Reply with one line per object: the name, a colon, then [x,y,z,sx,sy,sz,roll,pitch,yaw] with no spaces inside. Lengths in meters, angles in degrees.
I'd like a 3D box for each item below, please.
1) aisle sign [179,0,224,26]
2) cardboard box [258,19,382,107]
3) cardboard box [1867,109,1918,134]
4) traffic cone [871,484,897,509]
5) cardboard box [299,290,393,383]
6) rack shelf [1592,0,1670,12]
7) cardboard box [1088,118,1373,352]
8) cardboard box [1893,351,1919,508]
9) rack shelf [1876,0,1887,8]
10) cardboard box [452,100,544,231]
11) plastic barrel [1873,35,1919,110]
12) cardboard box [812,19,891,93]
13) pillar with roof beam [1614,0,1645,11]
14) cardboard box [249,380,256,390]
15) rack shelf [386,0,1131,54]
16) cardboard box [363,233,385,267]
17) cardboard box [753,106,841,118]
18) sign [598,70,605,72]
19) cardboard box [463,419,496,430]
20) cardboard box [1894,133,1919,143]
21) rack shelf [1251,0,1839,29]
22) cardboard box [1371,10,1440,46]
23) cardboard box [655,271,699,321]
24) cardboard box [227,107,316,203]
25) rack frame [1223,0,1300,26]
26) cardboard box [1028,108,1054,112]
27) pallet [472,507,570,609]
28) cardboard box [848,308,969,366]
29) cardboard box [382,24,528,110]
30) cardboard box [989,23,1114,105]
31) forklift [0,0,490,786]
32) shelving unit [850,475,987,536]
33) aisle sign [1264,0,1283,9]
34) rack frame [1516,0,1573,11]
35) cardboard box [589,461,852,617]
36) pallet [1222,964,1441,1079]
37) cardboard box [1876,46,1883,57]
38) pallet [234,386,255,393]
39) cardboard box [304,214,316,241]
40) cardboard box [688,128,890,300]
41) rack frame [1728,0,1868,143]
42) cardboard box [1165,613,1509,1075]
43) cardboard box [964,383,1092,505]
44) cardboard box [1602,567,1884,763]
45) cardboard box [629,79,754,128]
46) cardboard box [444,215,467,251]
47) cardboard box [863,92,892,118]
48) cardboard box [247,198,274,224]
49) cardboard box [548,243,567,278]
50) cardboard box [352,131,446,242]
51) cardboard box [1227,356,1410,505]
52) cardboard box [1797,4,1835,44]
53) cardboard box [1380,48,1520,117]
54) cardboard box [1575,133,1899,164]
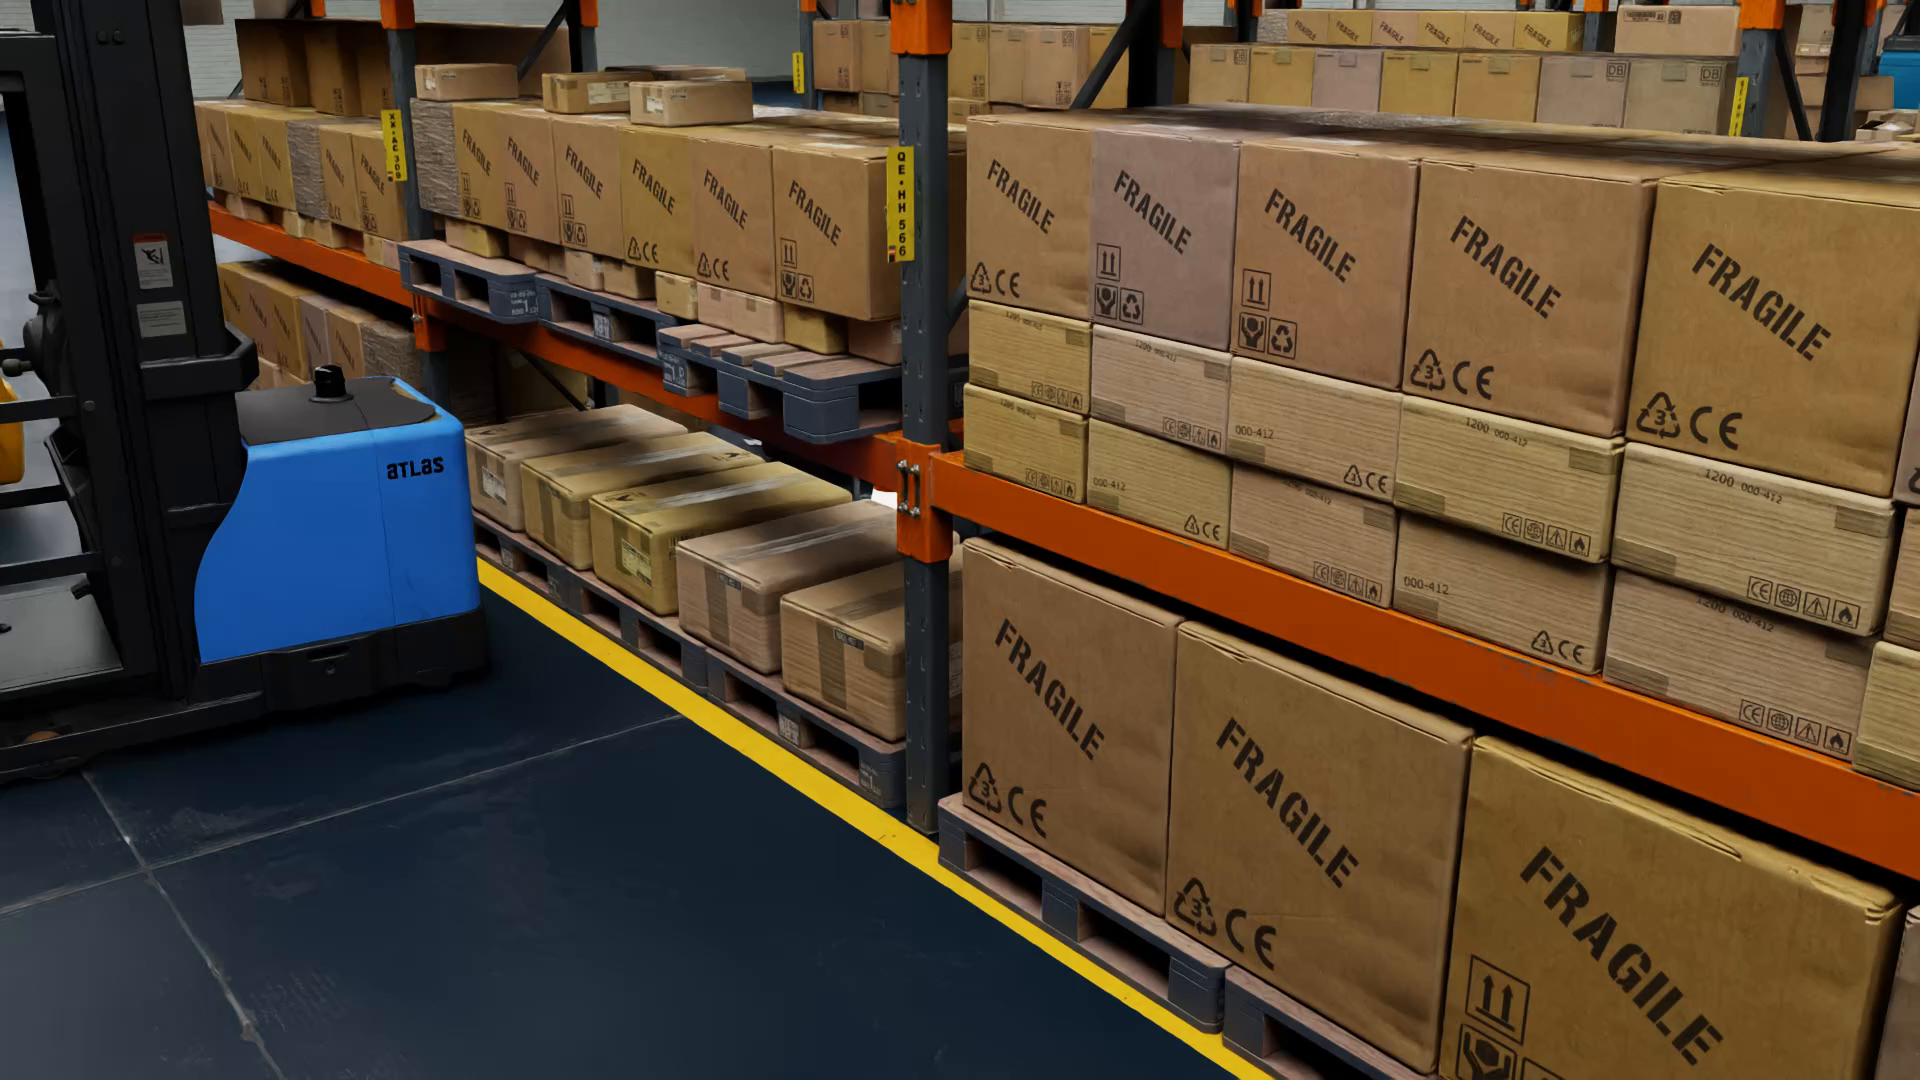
aisle sign: [-4.997,-3.723,10.700,0.394,0.787,0.004,-14,23,-36]
cardboard box: [-3.919,-2.988,10.393,0.700,0.500,0.500,-14,23,-36]
cardboard box: [7.159,-3.084,12.473,0.500,0.250,0.500,-15,23,-38]
traffic cone: [-0.365,-0.312,8.570,0.336,0.463,0.334,-14,23,-36]
cardboard box: [-3.445,-1.143,9.555,0.500,0.500,0.500,-13,22,-33]
rack shelf: [6.778,-4.073,12.263,1.077,0.370,4.000,-14,23,-36]
cardboard box: [0.681,-0.796,4.244,0.500,0.500,0.500,-14,23,-36]
cardboard box: [1.934,-0.287,2.707,0.500,0.500,0.500,-13,23,-35]
rack shelf: [10.661,-5.039,15.182,1.077,0.370,4.000,-14,23,-36]
cardboard box: [-1.854,-1.642,7.250,0.500,0.500,0.500,-14,23,-36]
plastic barrel: [9.421,-4.533,16.484,0.600,0.901,0.708,-14,23,-36]
cardboard box: [-0.698,-4.010,13.746,0.875,0.550,0.550,-14,23,-36]
pillar with roof beam: [8.714,-10.852,26.818,9.100,9.000,0.400,-14,23,-36]
cardboard box: [-4.432,-1.176,10.848,0.500,0.250,0.500,-14,23,-37]
rack shelf: [-0.990,-2.139,6.422,1.077,0.370,4.000,-14,23,-36]
cardboard box: [-2.831,-1.510,8.549,0.380,0.149,0.250,-13,23,-35]
cardboard box: [-0.815,-1.489,6.786,0.500,0.500,0.500,-15,24,-38]
sign: [-1.799,-2.208,8.416,0.100,0.325,0.005,-14,23,-36]
cardboard box: [-2.810,-0.536,8.916,0.500,0.250,0.500,-13,22,-34]
cardboard box: [4.733,-1.886,8.070,0.380,0.149,0.250,-15,24,-38]
rack shelf: [2.827,-3.130,9.415,1.077,0.370,4.000,-14,23,-36]
cardboard box: [4.112,-4.574,15.181,0.500,0.500,0.500,-14,23,-36]
cardboard box: [-0.883,-0.912,6.077,0.380,0.149,0.250,-13,23,-35]
cardboard box: [-3.998,-2.300,9.905,0.500,0.500,0.500,-15,23,-37]
rack frame: [3.053,-4.469,17.086,1.000,3.000,0.127,-14,23,-36]
cardboard box: [0.988,-2.831,11.901,0.875,0.550,0.550,-14,23,-36]
pallet: [-1.748,-0.034,8.128,1.003,0.211,1.213,-14,23,-36]
cardboard box: [-0.137,-0.678,5.371,0.380,0.149,0.250,-13,22,-34]
cardboard box: [-2.635,-2.493,8.897,0.700,0.500,0.500,-14,23,-36]
cardboard box: [0.723,-3.494,12.186,0.875,0.550,0.550,-14,23,-36]
forklift: [-3.404,-0.708,5.837,3.031,2.935,1.130,-11,21,-31]
shelving unit: [-0.025,-0.751,8.213,0.538,1.500,1.048,-11,21,-38]
aisle sign: [3.249,-5.777,16.901,0.394,0.787,0.004,-14,23,-36]
rack frame: [6.935,-5.435,20.006,1.000,3.000,0.127,-14,23,-36]
cardboard box: [-1.022,-0.025,7.177,0.950,0.372,0.625,-13,22,-34]
pallet: [1.435,1.270,4.192,1.003,0.211,1.213,-14,23,-36]
cardboard box: [11.849,-6.239,21.241,0.380,0.149,0.250,-14,23,-36]
pallet: [-4.192,-0.985,11.001,1.003,0.211,1.213,-14,23,-36]
cardboard box: [-3.440,-1.768,9.330,0.380,0.149,0.250,-14,23,-37]
cardboard box: [-0.578,-1.134,5.716,0.500,0.500,0.500,-14,23,-37]
rack frame: [4.069,-1.554,8.285,1.000,3.000,0.127,-14,23,-36]
cardboard box: [1.166,0.653,4.331,0.875,0.875,0.875,-14,23,-35]
cardboard box: [0.358,-0.322,4.803,0.500,0.250,0.500,-14,23,-37]
cardboard box: [1.645,0.178,3.290,0.500,0.250,0.500,-15,23,-38]
cardboard box: [-0.986,-1.607,6.113,0.380,0.149,0.250,-15,24,-39]
cardboard box: [-2.137,-1.431,7.644,0.380,0.149,0.250,-14,23,-35]
cardboard box: [-0.274,-3.383,13.569,0.875,0.550,0.550,-14,23,-36]
cardboard box: [-4.090,-2.022,10.096,0.380,0.149,0.250,-13,22,-35]
cardboard box: [-1.474,-1.180,6.886,0.380,0.149,0.250,-14,23,-36]
cardboard box: [-2.703,-1.799,8.390,0.500,0.500,0.500,-15,23,-37]
cardboard box: [0.992,-0.304,3.951,0.500,0.250,0.500,-14,23,-36]
cardboard box: [11.464,-6.806,21.920,0.700,0.500,0.500,-15,23,-38]
cardboard box: [2.845,-2.565,9.588,0.700,0.500,0.500,-14,23,-37]
cardboard box: [1.714,-0.634,3.757,0.500,0.500,0.500,-14,23,-37]
